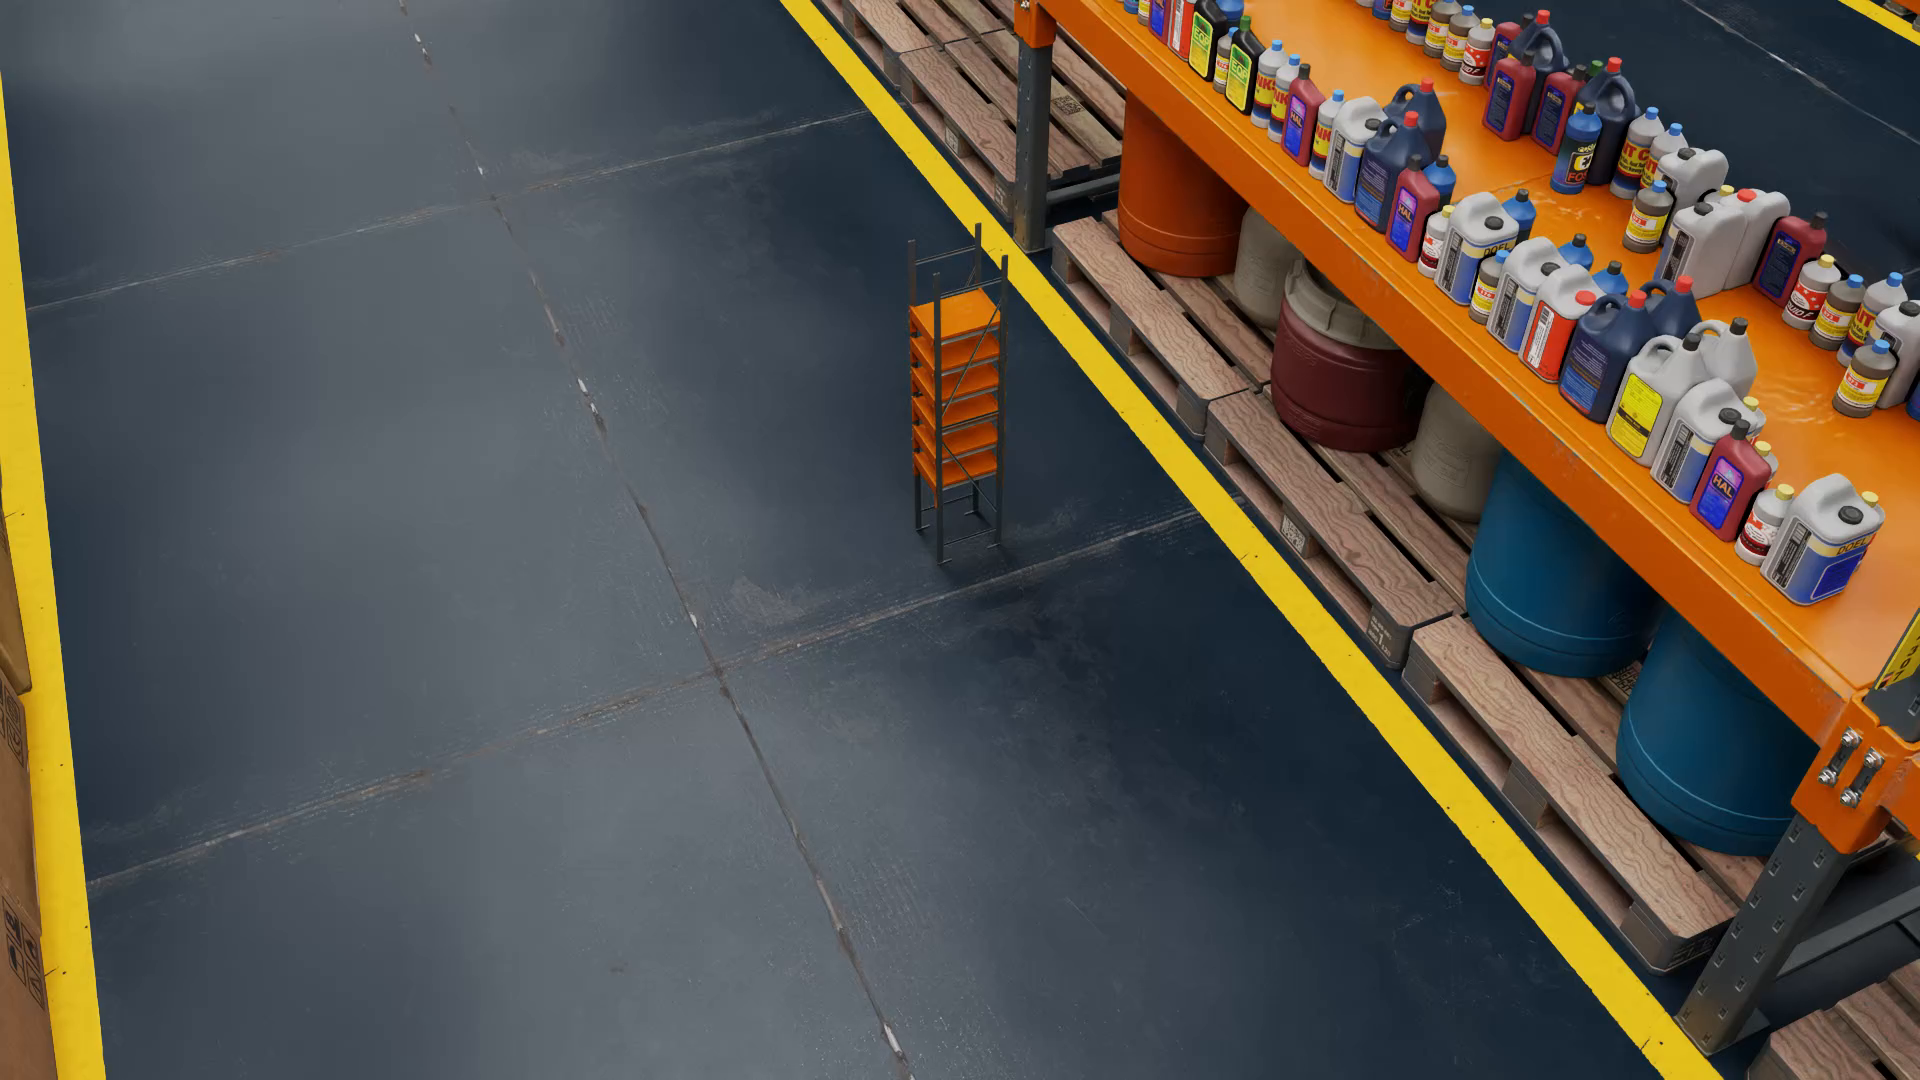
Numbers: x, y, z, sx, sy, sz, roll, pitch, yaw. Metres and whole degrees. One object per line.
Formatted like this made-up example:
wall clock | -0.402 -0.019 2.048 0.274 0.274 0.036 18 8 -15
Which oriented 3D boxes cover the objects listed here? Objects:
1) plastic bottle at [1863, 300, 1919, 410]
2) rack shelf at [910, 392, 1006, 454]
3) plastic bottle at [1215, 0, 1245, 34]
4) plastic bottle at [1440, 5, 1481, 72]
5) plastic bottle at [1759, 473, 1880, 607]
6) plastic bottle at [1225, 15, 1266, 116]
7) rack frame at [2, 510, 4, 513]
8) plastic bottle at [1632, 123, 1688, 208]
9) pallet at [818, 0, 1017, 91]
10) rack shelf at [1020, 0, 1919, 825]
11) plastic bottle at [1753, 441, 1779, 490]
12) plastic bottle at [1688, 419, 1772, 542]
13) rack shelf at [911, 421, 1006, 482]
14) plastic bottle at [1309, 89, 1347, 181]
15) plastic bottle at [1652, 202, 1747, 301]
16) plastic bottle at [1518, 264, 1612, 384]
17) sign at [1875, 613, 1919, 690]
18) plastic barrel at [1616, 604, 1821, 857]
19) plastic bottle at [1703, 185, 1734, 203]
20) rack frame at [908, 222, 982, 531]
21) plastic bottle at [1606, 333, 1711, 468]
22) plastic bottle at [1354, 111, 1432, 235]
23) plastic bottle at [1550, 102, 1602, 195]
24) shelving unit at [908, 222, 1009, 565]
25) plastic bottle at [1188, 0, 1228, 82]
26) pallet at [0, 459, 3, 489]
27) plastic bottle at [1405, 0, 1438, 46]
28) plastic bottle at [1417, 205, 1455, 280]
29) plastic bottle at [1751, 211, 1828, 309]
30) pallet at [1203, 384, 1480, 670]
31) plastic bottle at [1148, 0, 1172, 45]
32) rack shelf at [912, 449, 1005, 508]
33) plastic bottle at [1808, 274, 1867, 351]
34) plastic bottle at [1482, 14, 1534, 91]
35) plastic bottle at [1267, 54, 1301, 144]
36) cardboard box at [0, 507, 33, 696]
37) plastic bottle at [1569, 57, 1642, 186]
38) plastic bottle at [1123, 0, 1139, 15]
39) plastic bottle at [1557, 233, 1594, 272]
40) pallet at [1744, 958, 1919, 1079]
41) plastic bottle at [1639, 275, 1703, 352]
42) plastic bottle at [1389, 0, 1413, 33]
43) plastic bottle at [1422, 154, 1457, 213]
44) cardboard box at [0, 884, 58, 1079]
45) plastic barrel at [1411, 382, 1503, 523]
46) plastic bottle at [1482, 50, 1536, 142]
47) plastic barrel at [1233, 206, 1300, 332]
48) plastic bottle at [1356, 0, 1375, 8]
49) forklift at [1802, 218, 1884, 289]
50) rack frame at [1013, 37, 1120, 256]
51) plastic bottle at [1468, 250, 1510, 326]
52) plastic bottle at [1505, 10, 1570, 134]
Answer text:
plastic bottle | 2.382 -0.488 4.197 0.152 0.276 0.135 -18 47 -17
rack shelf | -0.006 -0.405 5.369 0.258 0.103 0.180 -18 47 -17
plastic bottle | 0.865 -1.665 5.393 0.097 0.271 0.097 0 45 0
plastic bottle | 1.635 -1.640 5.418 0.097 0.201 0.097 0 45 0
plastic bottle | 1.926 -0.003 3.706 0.152 0.276 0.135 -18 47 -17
plastic bottle | 0.898 -1.487 5.205 0.061 0.283 0.133 -18 47 -17
rack frame | -3.791 -0.978 4.605 1.000 3.000 0.127 -18 47 -17
plastic bottle | 2.025 -1.073 4.794 0.097 0.271 0.097 0 45 0
pallet | -0.097 -2.730 8.366 1.003 0.211 1.213 -18 47 -17
rack shelf | 1.544 -0.910 5.049 1.077 0.370 4.000 -18 47 -17
plastic bottle | 1.851 -0.145 3.903 0.097 0.201 0.097 0 45 0
plastic bottle | 1.787 -0.140 3.839 0.061 0.283 0.133 -18 47 -17
rack shelf | -0.006 -0.319 5.453 0.258 0.103 0.180 -18 47 -17
plastic bottle | 1.101 -1.206 4.928 0.097 0.271 0.097 0 45 0
plastic bottle | 2.009 -0.800 4.514 0.152 0.276 0.135 -18 47 -17
plastic bottle | 1.560 -0.557 4.268 0.152 0.276 0.135 -18 47 -17
sign | 1.885 0.171 3.244 0.100 0.325 0.005 -18 47 -17
plastic barrel | 2.172 0.354 4.451 0.600 0.901 0.708 -18 47 -17
plastic bottle | 2.123 -0.900 4.668 0.097 0.201 0.097 0 45 0
rack frame | -0.045 -0.495 5.397 0.240 1.200 0.006 -18 47 -17
plastic bottle | 1.701 -0.363 4.018 0.144 0.351 0.185 -18 47 -17
plastic bottle | 1.238 -1.065 4.729 0.144 0.351 0.185 -18 47 -17
plastic bottle | 1.812 -1.155 4.876 0.097 0.271 0.097 0 45 0
shelving unit | -0.006 -0.436 5.338 0.258 1.200 0.189 -18 47 -17
plastic bottle | 0.801 -1.634 5.354 0.061 0.283 0.133 -18 47 -17
pallet | -4.118 -0.484 6.090 1.003 0.211 1.213 -18 47 -17
plastic bottle | 1.553 -1.789 5.519 0.097 0.271 0.097 0 45 0
plastic bottle | 1.332 -0.830 4.597 0.097 0.201 0.097 0 45 0
plastic bottle | 2.244 -0.776 4.484 0.061 0.283 0.133 -18 47 -17
pallet | 1.581 -0.182 5.784 1.003 0.211 1.213 -18 47 -17
plastic bottle | 0.688 -1.805 5.527 0.061 0.283 0.133 -18 47 -17
rack shelf | -0.006 -0.234 5.538 0.258 0.103 0.180 -18 47 -17
plastic bottle | 2.317 -0.606 4.370 0.097 0.201 0.097 0 45 0
plastic bottle | 1.741 -1.539 5.257 0.061 0.283 0.133 -18 47 -17
plastic bottle | 1.004 -1.353 5.077 0.097 0.271 0.097 0 45 0
cardboard box | -3.520 0.075 4.752 1.225 0.875 0.875 -20 48 -19
plastic bottle | 1.904 -1.246 4.913 0.144 0.351 0.185 -18 47 -17
plastic bottle | 0.616 -1.942 5.674 0.097 0.271 0.097 0 45 0
plastic bottle | 1.609 -0.690 4.405 0.097 0.271 0.097 0 45 0
pallet | 2.729 1.558 4.021 1.003 0.211 1.213 -18 47 -17
plastic bottle | 1.755 -0.524 4.180 0.144 0.351 0.185 -18 47 -17
plastic bottle | 1.512 -1.826 5.606 0.097 0.201 0.097 0 45 0
plastic bottle | 1.332 -0.958 4.677 0.097 0.271 0.097 0 45 0
cardboard box | -2.773 1.207 3.605 1.225 0.875 0.875 -20 48 -19
plastic barrel | 1.717 -0.345 5.436 0.421 0.512 0.421 0 45 0
plastic bottle | 1.688 -1.379 5.095 0.061 0.283 0.133 -18 47 -17
plastic barrel | 1.243 -1.064 6.165 0.421 0.512 0.421 0 45 0
plastic bottle | 1.430 -1.950 5.732 0.097 0.201 0.097 0 45 0
forklift | 4.111 -1.221 4.901 1.130 2.935 3.031 -11 46 -11
rack frame | 0.703 -2.441 6.088 1.000 3.000 0.127 -18 47 -17
plastic bottle | 1.430 -0.682 4.447 0.097 0.201 0.097 0 45 0
plastic bottle | 1.770 -1.449 5.118 0.144 0.351 0.185 -18 47 -17
